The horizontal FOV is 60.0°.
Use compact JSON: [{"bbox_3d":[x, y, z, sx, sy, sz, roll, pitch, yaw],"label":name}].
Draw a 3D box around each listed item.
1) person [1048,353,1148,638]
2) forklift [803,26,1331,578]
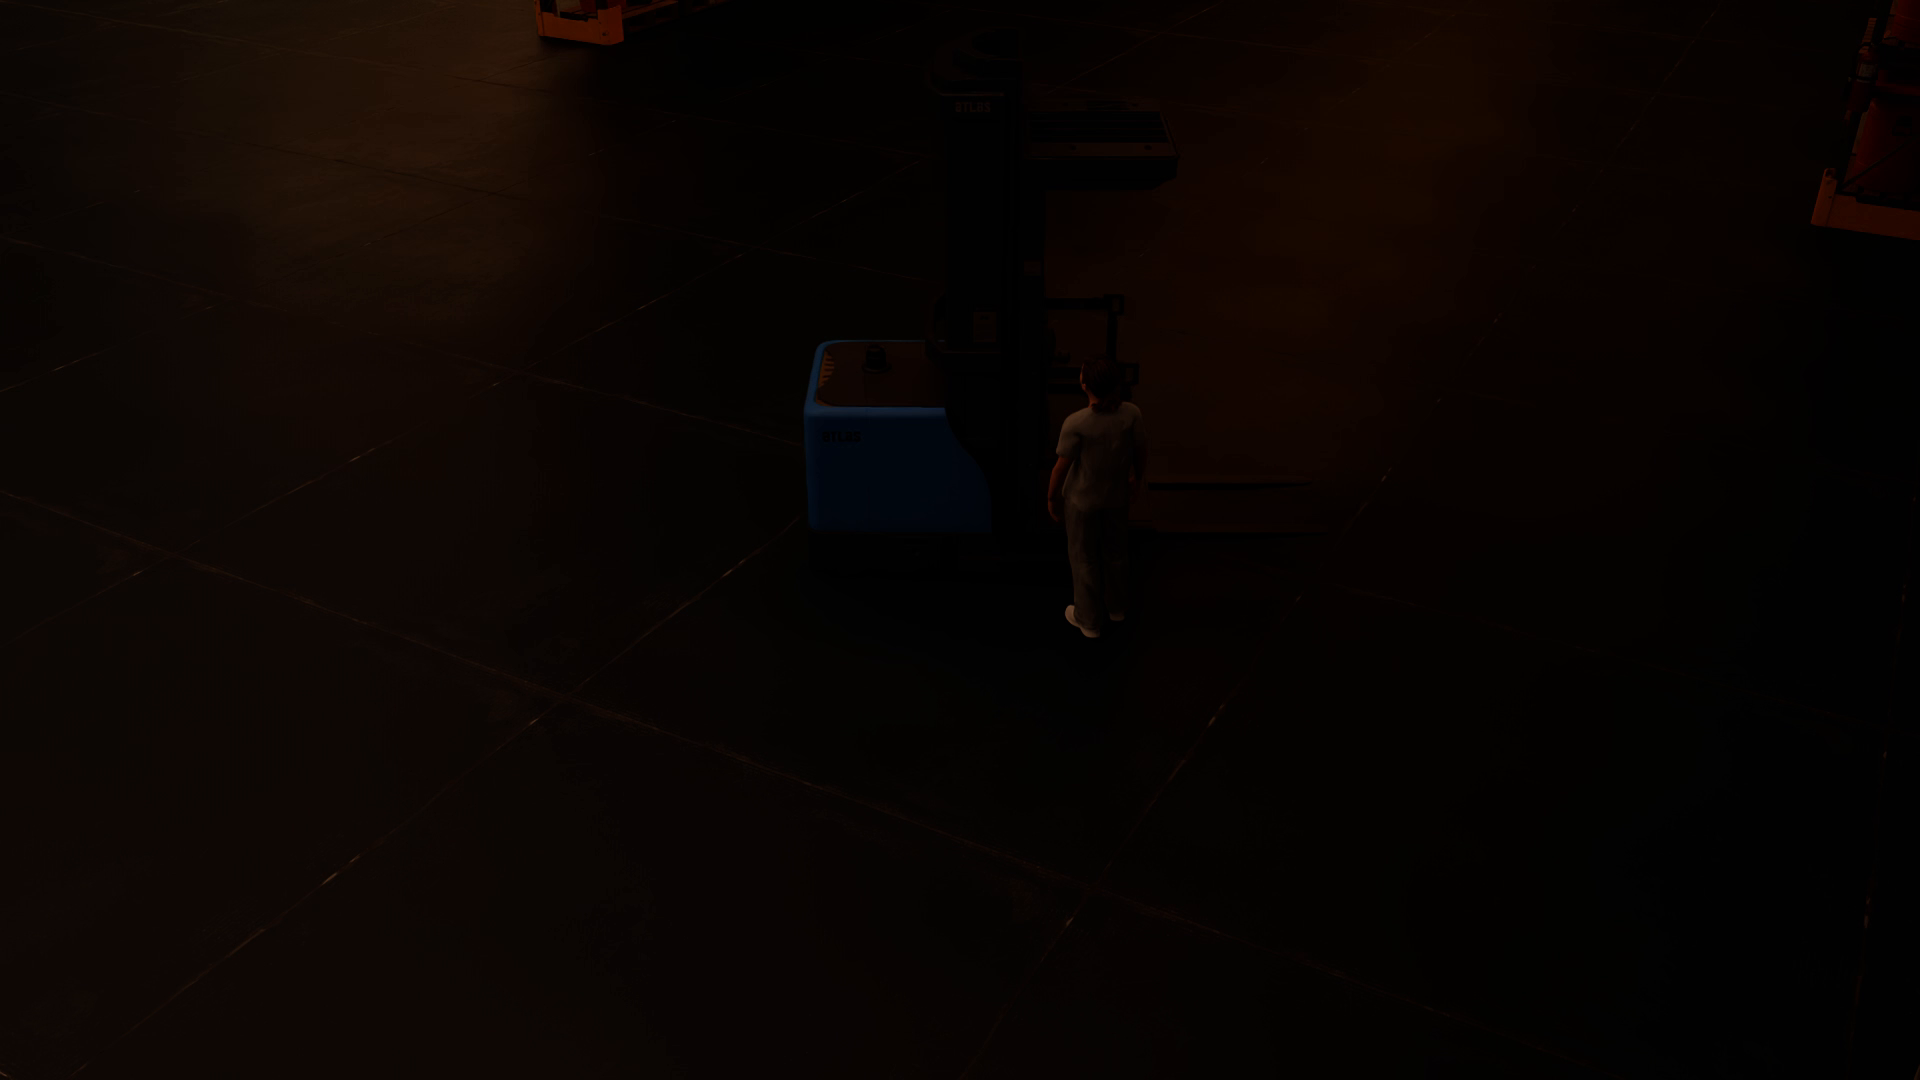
[{"bbox_3d":[0.699,-0.253,8.729,0.551,1.674,0.542,-9,31,-15],"label":"person"},{"bbox_3d":[0.637,-1.293,9.312,3.031,2.935,1.130,0,30,0],"label":"forklift"}]
